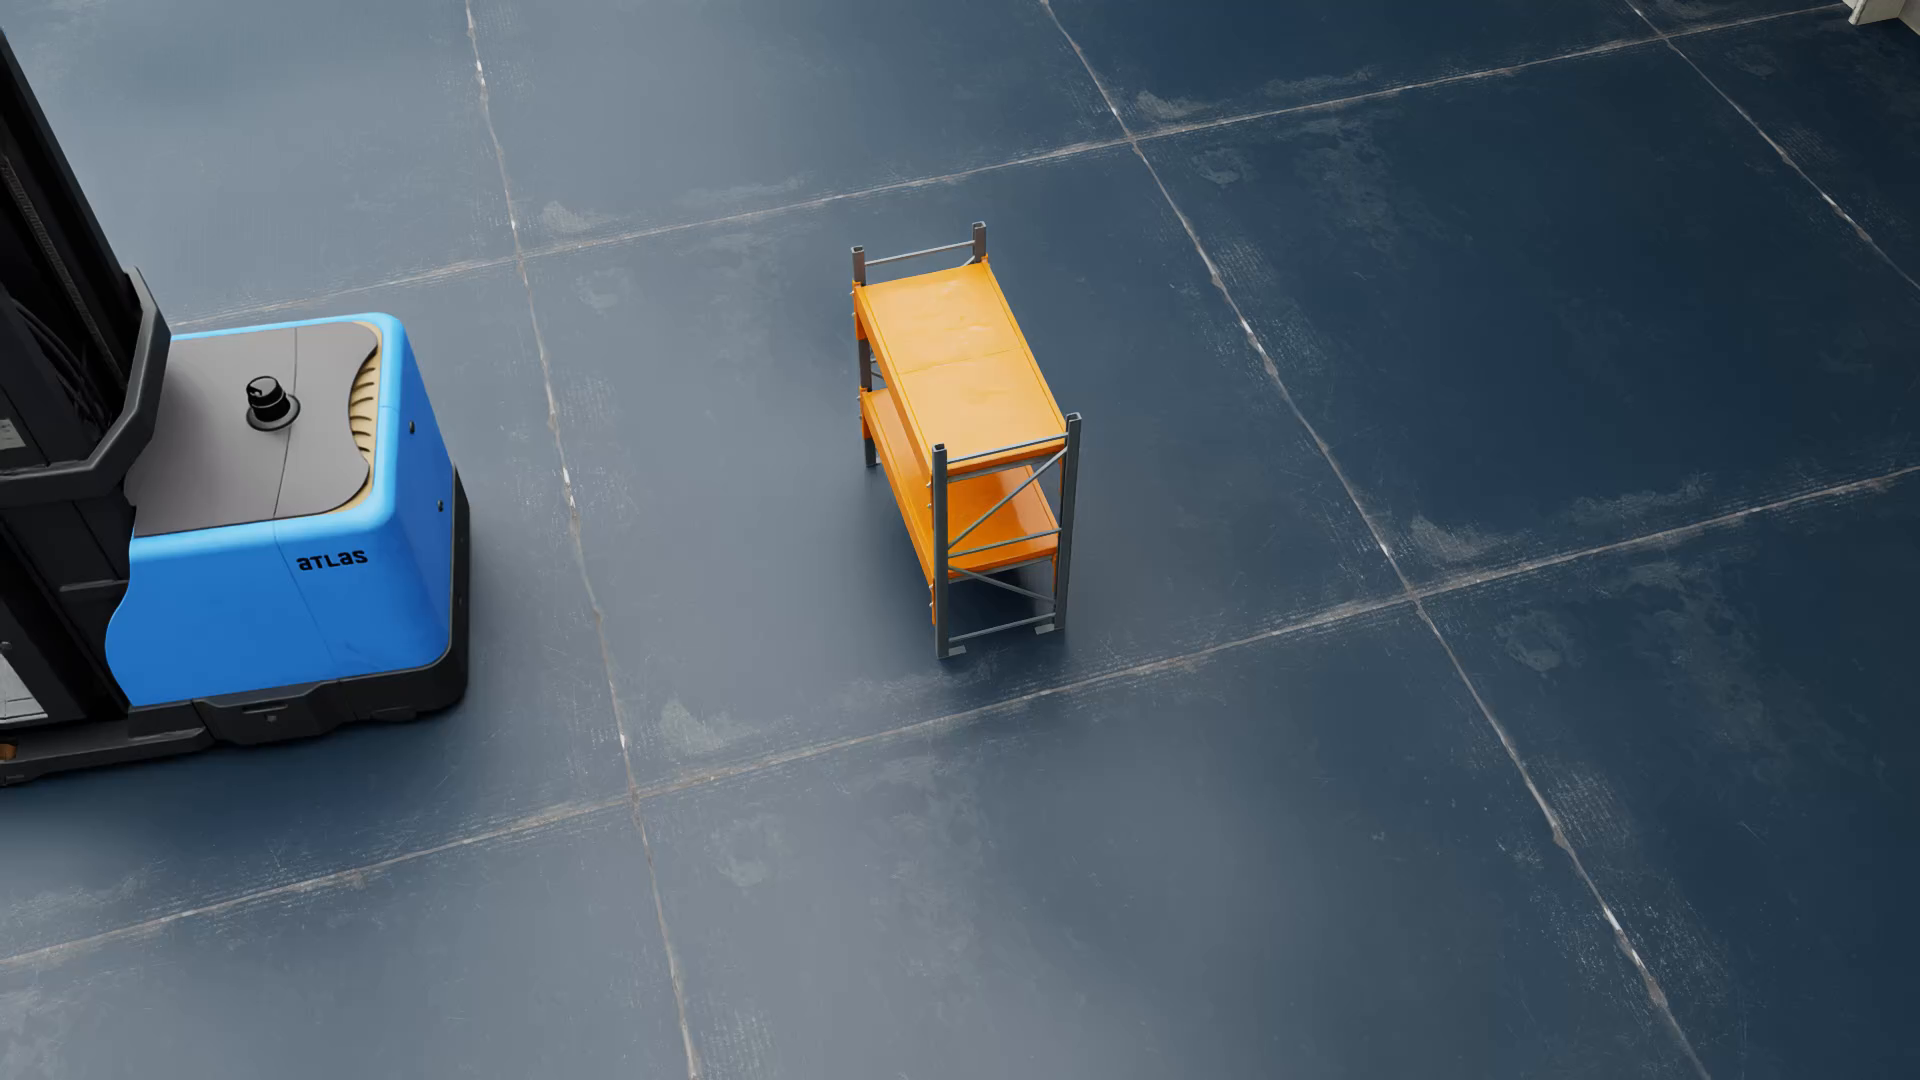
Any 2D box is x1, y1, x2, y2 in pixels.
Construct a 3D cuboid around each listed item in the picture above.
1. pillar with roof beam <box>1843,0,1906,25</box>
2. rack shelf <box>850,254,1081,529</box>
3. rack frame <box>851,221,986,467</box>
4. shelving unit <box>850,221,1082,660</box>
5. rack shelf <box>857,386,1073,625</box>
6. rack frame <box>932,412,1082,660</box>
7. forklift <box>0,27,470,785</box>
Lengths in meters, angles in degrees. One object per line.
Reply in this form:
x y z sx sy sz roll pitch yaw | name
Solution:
0.734 -4.844 4.738 9.100 9.000 0.400 -13 51 -11 | pillar with roof beam
0.002 -0.546 5.882 0.538 0.278 1.000 -13 51 -11 | rack shelf
-0.148 -0.729 6.418 0.500 1.125 0.032 -13 51 -11 | rack frame
0.002 -0.358 6.105 0.538 1.125 1.048 -13 51 -11 | shelving unit
0.002 -0.200 6.292 0.538 0.278 1.000 -13 51 -11 | rack shelf
0.152 0.014 5.792 0.500 1.125 0.032 -13 51 -11 | rack frame
-3.347 -0.500 5.044 3.031 2.935 1.130 -8 50 -7 | forklift
